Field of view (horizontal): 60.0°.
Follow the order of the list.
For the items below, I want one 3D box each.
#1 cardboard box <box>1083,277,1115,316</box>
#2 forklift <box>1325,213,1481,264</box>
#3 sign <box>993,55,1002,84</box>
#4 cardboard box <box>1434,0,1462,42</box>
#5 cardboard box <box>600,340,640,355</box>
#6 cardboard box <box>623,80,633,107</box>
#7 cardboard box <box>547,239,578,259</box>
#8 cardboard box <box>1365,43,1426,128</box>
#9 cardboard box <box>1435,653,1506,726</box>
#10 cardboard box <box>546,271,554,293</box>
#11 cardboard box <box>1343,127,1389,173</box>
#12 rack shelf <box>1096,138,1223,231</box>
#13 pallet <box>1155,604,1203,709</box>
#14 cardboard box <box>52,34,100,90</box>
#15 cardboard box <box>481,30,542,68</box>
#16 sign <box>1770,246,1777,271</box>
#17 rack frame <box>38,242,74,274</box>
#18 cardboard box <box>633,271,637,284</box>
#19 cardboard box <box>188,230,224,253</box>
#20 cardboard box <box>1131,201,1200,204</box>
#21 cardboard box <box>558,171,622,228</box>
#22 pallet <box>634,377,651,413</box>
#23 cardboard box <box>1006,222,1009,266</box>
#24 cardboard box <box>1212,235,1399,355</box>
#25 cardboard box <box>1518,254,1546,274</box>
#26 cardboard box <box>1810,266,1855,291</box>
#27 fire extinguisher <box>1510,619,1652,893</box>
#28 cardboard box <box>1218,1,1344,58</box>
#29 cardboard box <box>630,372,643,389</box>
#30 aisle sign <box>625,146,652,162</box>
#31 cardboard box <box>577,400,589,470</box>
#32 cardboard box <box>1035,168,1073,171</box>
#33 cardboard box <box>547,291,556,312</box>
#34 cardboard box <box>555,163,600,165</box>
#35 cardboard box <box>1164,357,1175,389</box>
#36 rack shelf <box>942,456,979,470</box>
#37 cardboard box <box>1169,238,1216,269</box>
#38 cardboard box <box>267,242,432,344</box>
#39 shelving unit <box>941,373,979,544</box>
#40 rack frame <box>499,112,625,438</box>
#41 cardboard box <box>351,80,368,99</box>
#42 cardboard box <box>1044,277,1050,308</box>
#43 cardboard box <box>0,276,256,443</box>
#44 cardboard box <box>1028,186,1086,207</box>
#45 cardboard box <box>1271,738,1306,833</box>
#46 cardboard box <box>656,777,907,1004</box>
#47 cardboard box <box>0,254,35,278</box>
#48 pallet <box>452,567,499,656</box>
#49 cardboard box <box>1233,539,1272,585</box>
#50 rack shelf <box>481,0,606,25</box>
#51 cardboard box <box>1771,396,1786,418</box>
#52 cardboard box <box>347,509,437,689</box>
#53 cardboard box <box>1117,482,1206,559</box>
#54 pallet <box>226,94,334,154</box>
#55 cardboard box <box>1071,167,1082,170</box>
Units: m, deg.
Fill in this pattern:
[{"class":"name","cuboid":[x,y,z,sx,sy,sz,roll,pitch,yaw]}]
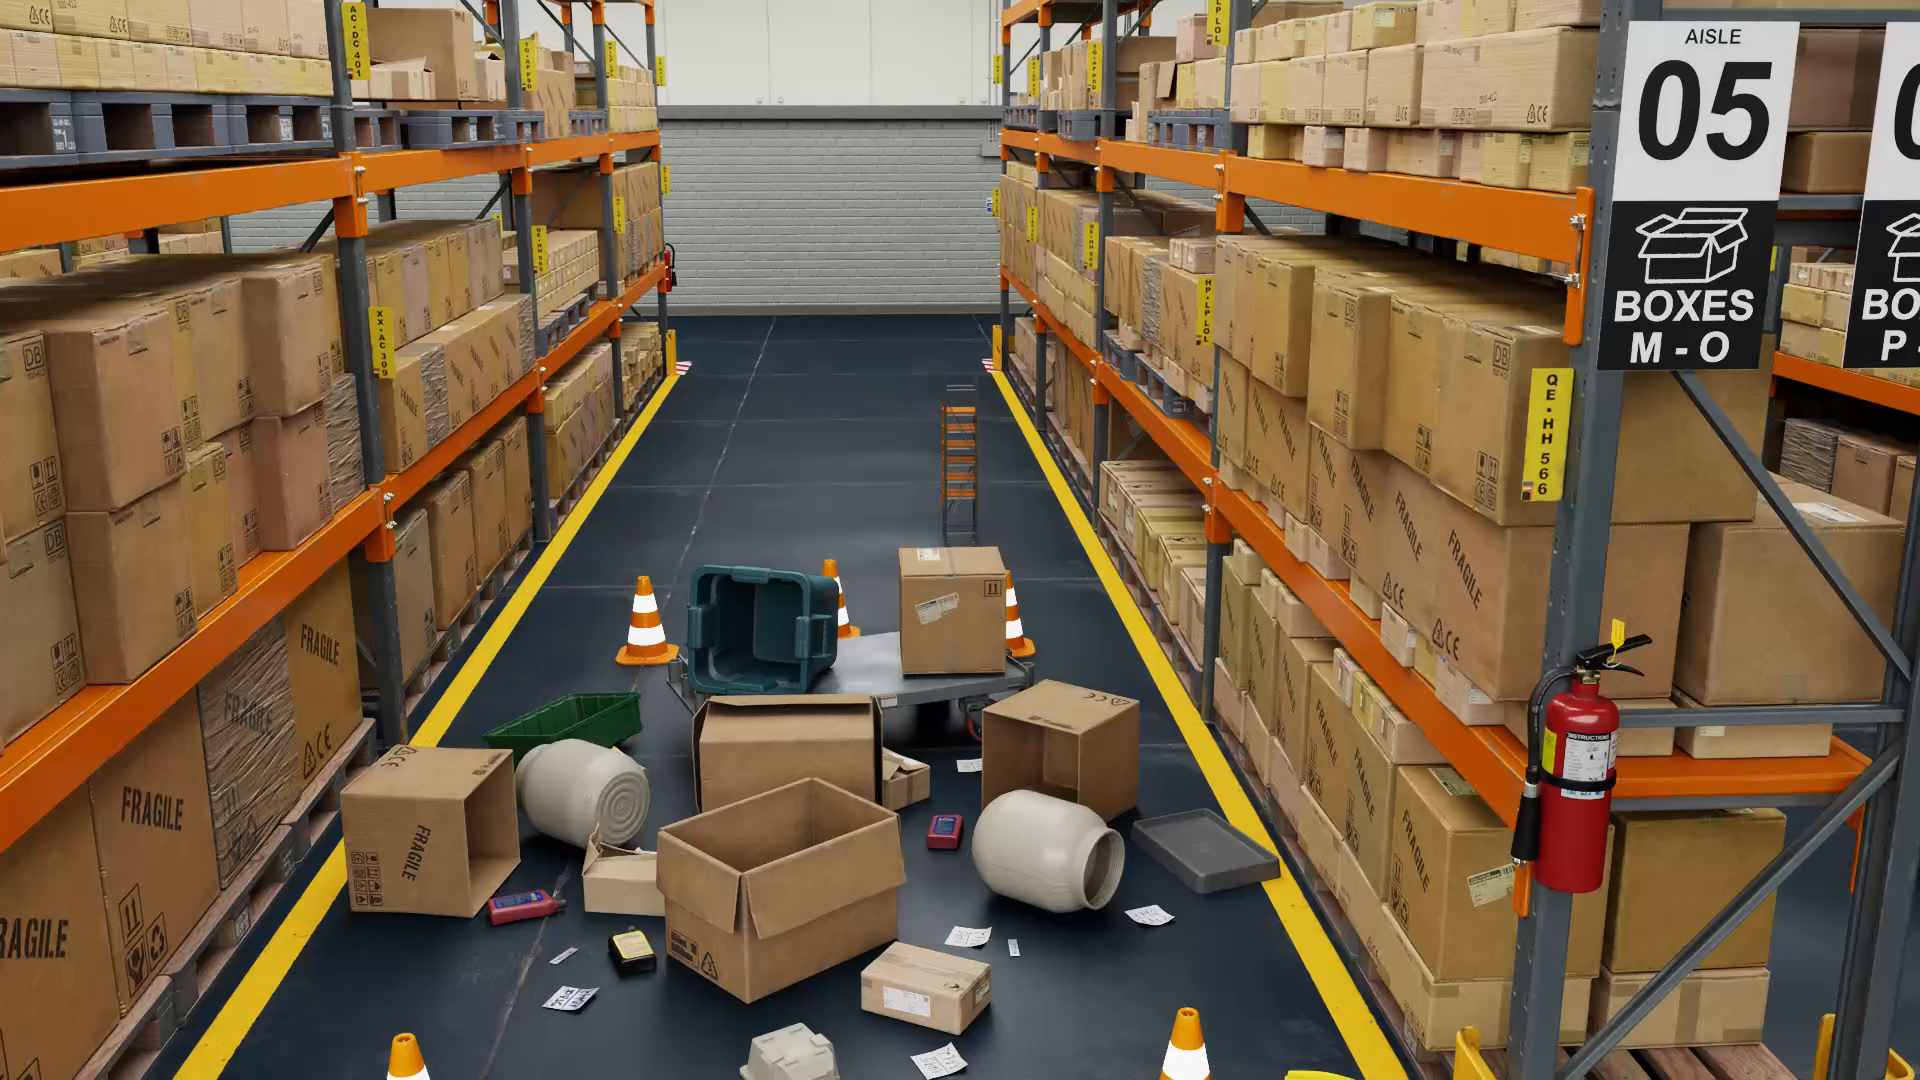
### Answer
[{"class":"cardboard box","cuboid":[1.201,-1.820,12.376,0.500,0.250,0.500,-1,14,-4]},{"class":"forklift","cuboid":[3.105,-1.384,11.523,1.130,2.935,3.031,-1,14,-3]},{"class":"sign","cuboid":[0.435,-5.430,19.180,0.100,0.325,0.005,-1,14,-3]},{"class":"cardboard box","cuboid":[1.681,-1.593,5.084,0.380,0.149,0.250,-1,14,-3]},{"class":"cardboard box","cuboid":[-3.583,-2.016,17.525,0.380,0.149,0.250,-1,14,-3]},{"class":"cardboard box","cuboid":[-3.531,-4.422,16.470,0.500,0.250,0.500,-1,14,-2]},{"class":"cardboard box","cuboid":[-3.418,-2.442,13.966,0.380,0.149,0.250,-1,14,-5]},{"class":"cardboard box","cuboid":[1.613,-1.445,5.308,0.500,0.250,0.500,0,14,-2]},{"class":"cardboard box","cuboid":[1.617,0.427,4.852,0.380,0.149,0.250,-1,14,-4]},{"class":"cardboard box","cuboid":[-3.334,-1.978,12.757,0.380,0.149,0.250,-1,14,-3]},{"class":"cardboard box","cuboid":[1.540,-1.341,5.702,0.380,0.149,0.250,-1,14,-4]},{"class":"rack shelf","cuboid":[1.609,-2.140,9.750,1.077,0.370,4.000,-1,14,-3]},{"class":"pallet","cuboid":[1.683,0.618,9.201,1.003,0.211,1.213,-1,14,-3]},{"class":"cardboard box","cuboid":[-2.718,-1.367,4.759,0.380,0.149,0.250,-1,14,-3]},{"class":"cardboard box","cuboid":[-3.231,-3.537,11.997,0.396,0.266,0.258,-1,14,-3]},{"class":"sign","cuboid":[5.898,-2.123,12.092,0.100,0.325,0.005,-1,14,-3]},{"class":"rack frame","cuboid":[-8.654,-2.375,15.239,1.000,3.000,0.127,-1,14,-3]},{"class":"cardboard box","cuboid":[-3.518,-2.707,17.034,0.380,0.149,0.250,0,14,-1]},{"class":"cardboard box","cuboid":[-8.607,-3.325,18.634,0.500,0.250,0.500,-1,14,-4]},{"class":"cardboard box","cuboid":[1.641,-2.445,13.301,0.500,0.500,0.500,0,14,-2]},{"class":"cardboard box","cuboid":[-3.482,-3.220,15.715,0.500,0.500,0.500,-1,14,-2]},{"class":"pallet","cuboid":[-3.853,-1.547,17.615,1.003,0.211,1.213,-1,14,-3]},{"class":"cardboard box","cuboid":[0.792,-3.322,18.719,0.500,0.500,0.500,-1,14,-4]},{"class":"cardboard box","cuboid":[1.544,-1.103,7.488,0.700,0.500,0.500,-1,14,-4]},{"class":"cardboard box","cuboid":[5.916,-2.800,16.594,0.500,0.250,0.500,-1,14,-2]},{"class":"cardboard box","cuboid":[6.182,-1.824,11.592,0.380,0.149,0.250,-1,14,-2]},{"class":"fire extinguisher","cuboid":[1.528,0.529,4.106,0.296,0.674,0.183,-1,14,-3]},{"class":"cardboard box","cuboid":[1.570,-2.507,8.184,0.500,0.250,0.500,-1,14,-2]},{"class":"cardboard box","cuboid":[-3.520,-1.667,17.365,0.380,0.149,0.250,-1,14,-5]},{"class":"aisle sign","cuboid":[-3.650,-4.703,19.070,0.394,0.787,0.004,-1,14,-3]},{"class":"cardboard box","cuboid":[-3.310,-0.857,13.512,0.500,0.500,0.500,-1,14,-5]},{"class":"cardboard box","cuboid":[0.953,-3.639,16.641,0.380,0.149,0.250,-1,14,-4]},{"class":"cardboard box","cuboid":[-3.328,-1.829,12.777,0.380,0.149,0.250,0,14,-1]},{"class":"cardboard box","cuboid":[-4.145,-3.857,18.194,0.500,0.500,0.500,0,14,-2]},{"class":"cardboard box","cuboid":[1.355,-0.937,9.309,0.380,0.149,0.250,-1,14,-3]},{"class":"rack shelf","cuboid":[0.001,-0.534,11.874,0.258,0.103,0.180,-1,14,-3]},{"class":"cardboard box","cuboid":[1.383,-1.599,9.280,0.380,0.149,0.250,-2,15,-6]},{"class":"cardboard box","cuboid":[-3.303,-1.347,9.034,0.700,0.500,0.500,-1,14,-3]},{"class":"shelving unit","cuboid":[0.001,-0.577,11.863,0.258,1.200,0.189,-1,14,-3]},{"class":"rack frame","cuboid":[-3.697,-2.427,15.439,1.000,3.000,0.127,-1,14,-3]},{"class":"cardboard box","cuboid":[-2.990,-2.231,7.883,0.258,0.266,0.396,-1,14,-4]},{"class":"cardboard box","cuboid":[1.034,-2.214,14.911,0.500,0.250,0.500,-1,14,-5]},{"class":"cardboard box","cuboid":[-3.167,-0.669,6.139,0.875,0.550,0.550,-1,14,-3]},{"class":"cardboard box","cuboid":[0.932,-3.174,16.136,0.500,0.500,0.500,-1,14,-4]},{"class":"cardboard box","cuboid":[1.580,1.005,6.777,0.500,0.250,0.500,-1,14,-4]},{"class":"cardboard box","cuboid":[-0.655,1.267,6.091,0.797,0.503,0.637,-13,20,-42]},{"class":"cardboard box","cuboid":[-8.329,-2.189,14.312,0.500,0.500,0.500,0,14,-2]},{"class":"pallet","cuboid":[-3.403,0.418,9.977,1.003,0.211,1.213,-1,14,-3]},{"class":"cardboard box","cuboid":[1.448,0.095,7.506,0.380,0.149,0.250,-1,14,-3]},{"class":"rack shelf","cuboid":[-3.573,-4.293,12.898,1.077,0.370,4.000,-1,14,-3]},{"class":"cardboard box","cuboid":[6.155,-1.037,12.909,0.380,0.149,0.250,-2,15,-6]},{"class":"cardboard box","cuboid":[-3.330,0.296,8.529,1.050,0.750,0.750,-1,14,-4]},{"class":"cardboard box","cuboid":[1.564,-0.140,10.983,0.950,0.372,0.625,-1,14,-5]},{"class":"pallet","cuboid":[-3.161,-1.643,6.552,1.003,0.211,1.213,-1,14,-3]},{"class":"cardboard box","cuboid":[1.347,-3.775,17.168,0.380,0.149,0.250,-1,14,-4]}]
